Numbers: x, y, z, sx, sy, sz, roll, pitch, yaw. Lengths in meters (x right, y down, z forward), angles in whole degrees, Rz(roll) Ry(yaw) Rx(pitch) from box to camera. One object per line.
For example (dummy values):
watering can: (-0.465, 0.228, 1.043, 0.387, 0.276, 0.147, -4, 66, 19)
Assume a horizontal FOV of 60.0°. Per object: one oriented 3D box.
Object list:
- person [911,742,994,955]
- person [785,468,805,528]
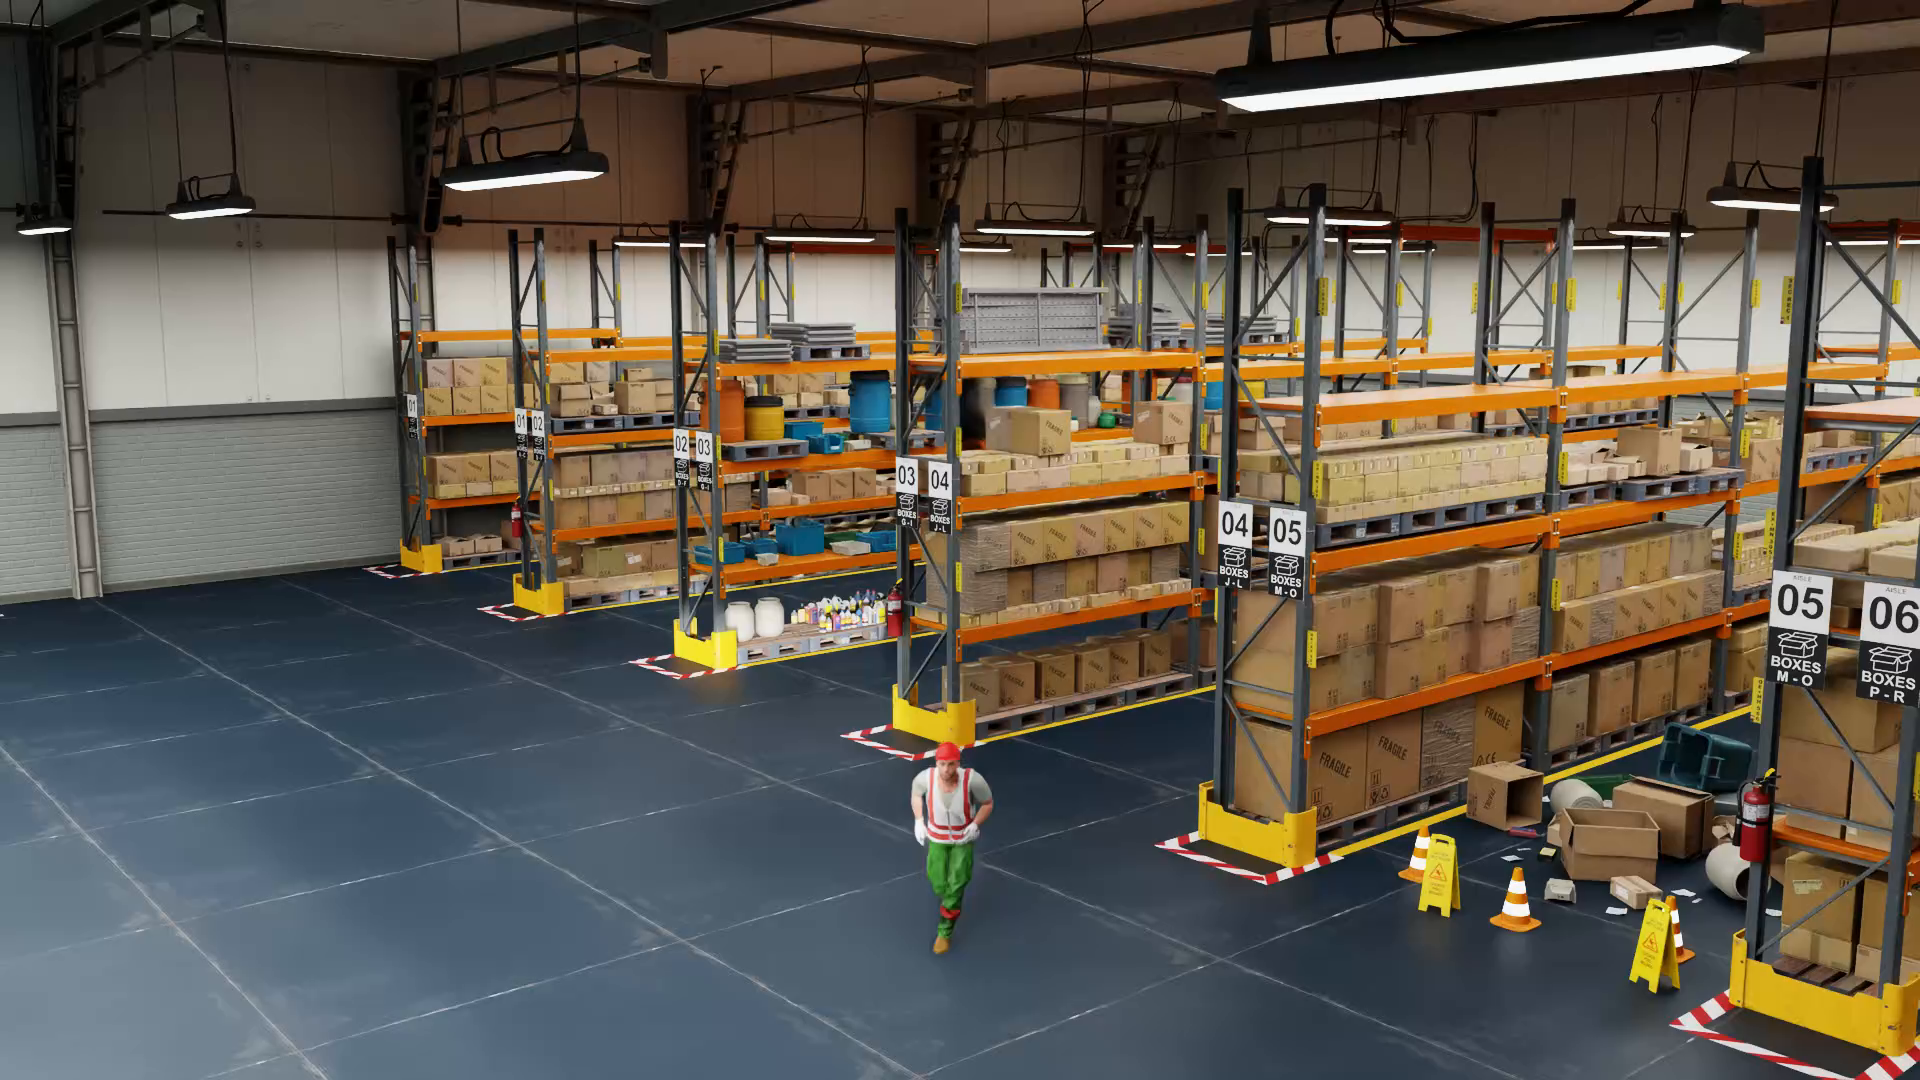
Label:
person: (-0.066, 2.352, 13.067, 0.642, 1.717, 0.846, 1, 9, 3)
person: (-3.103, -0.637, 32.212, 0.660, 1.785, 0.765, 9, 12, 44)
